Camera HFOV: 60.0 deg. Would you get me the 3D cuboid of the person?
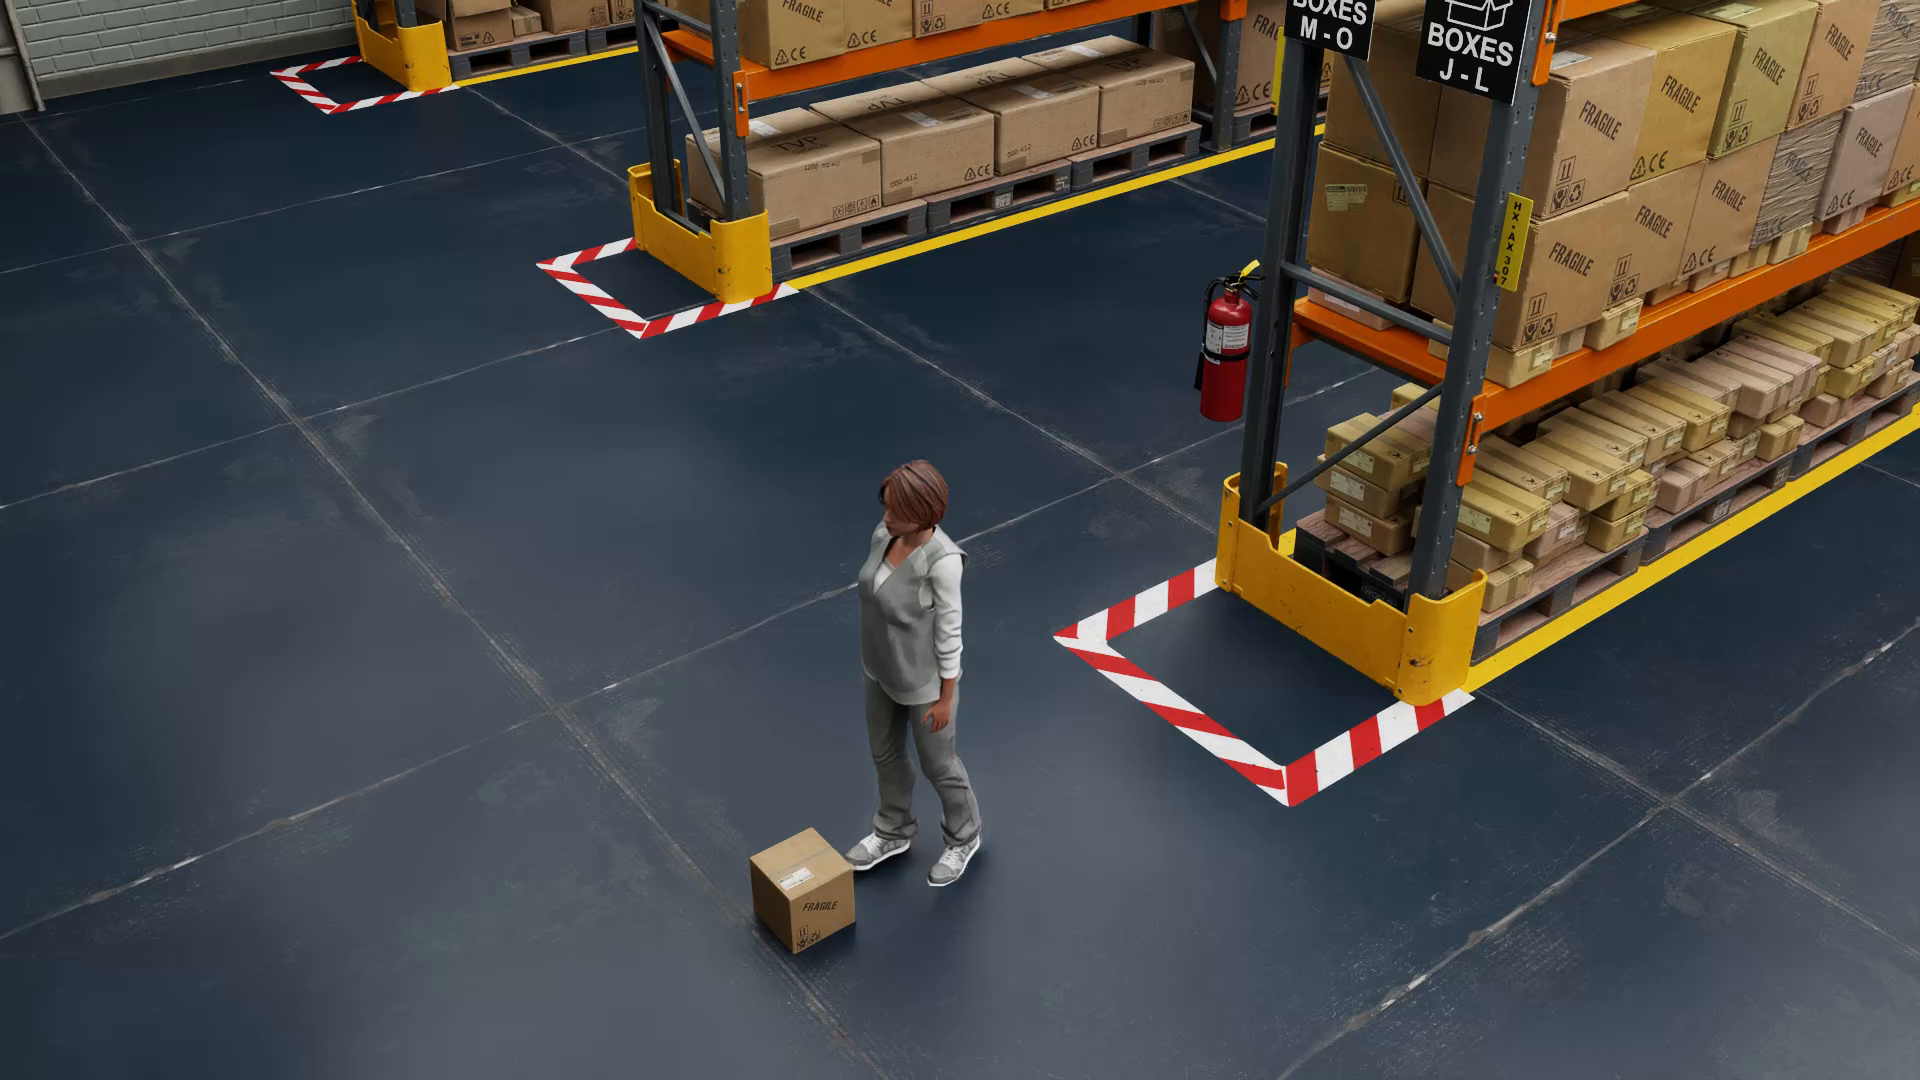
[{"bbox_3d":[-0.164,0.463,5.438,0.465,1.624,0.416,-22,39,-30],"label":"person"}]
